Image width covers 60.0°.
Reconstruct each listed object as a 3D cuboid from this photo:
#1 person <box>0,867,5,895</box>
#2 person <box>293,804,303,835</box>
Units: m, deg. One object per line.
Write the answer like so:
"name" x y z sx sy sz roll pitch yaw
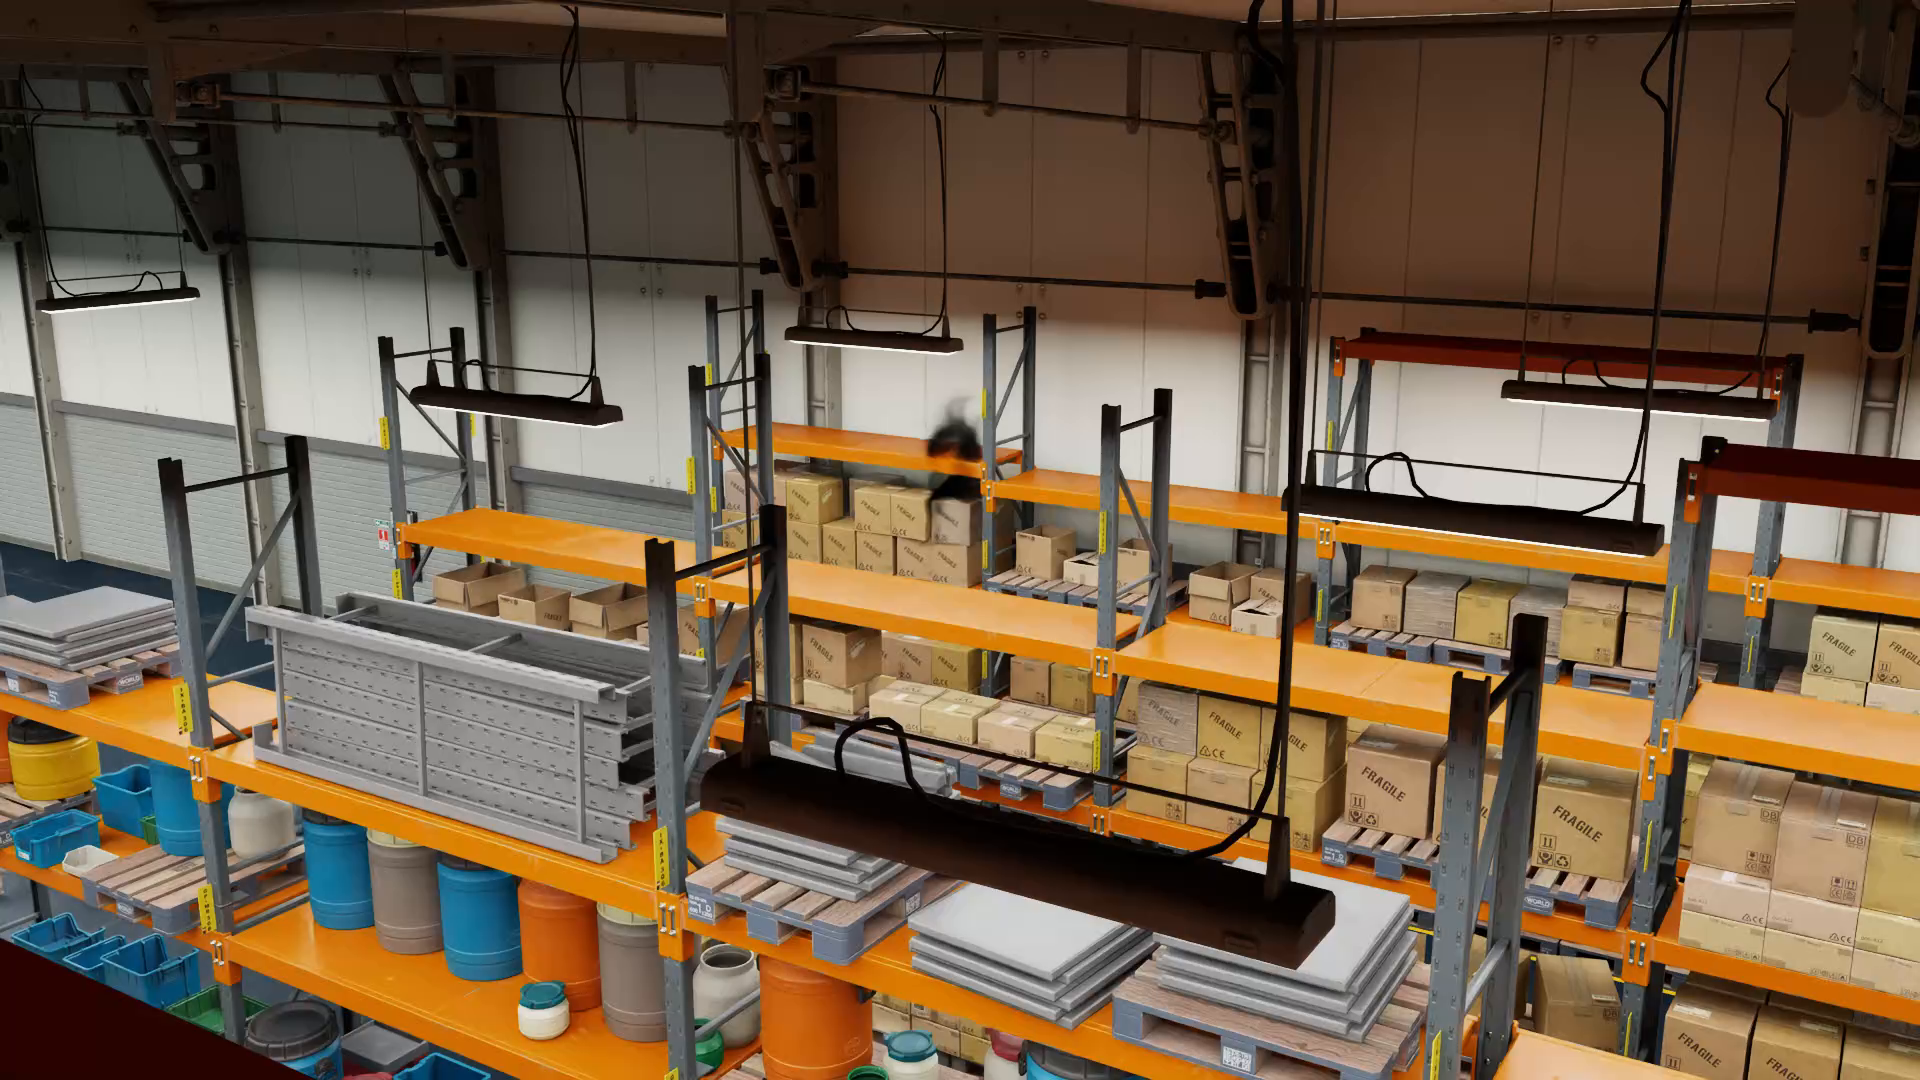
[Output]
"person" -10.070 2.975 17.719 1.014 1.787 0.644 -8 16 -31
"person" -7.247 2.789 18.408 0.669 1.720 0.731 -6 15 -23
